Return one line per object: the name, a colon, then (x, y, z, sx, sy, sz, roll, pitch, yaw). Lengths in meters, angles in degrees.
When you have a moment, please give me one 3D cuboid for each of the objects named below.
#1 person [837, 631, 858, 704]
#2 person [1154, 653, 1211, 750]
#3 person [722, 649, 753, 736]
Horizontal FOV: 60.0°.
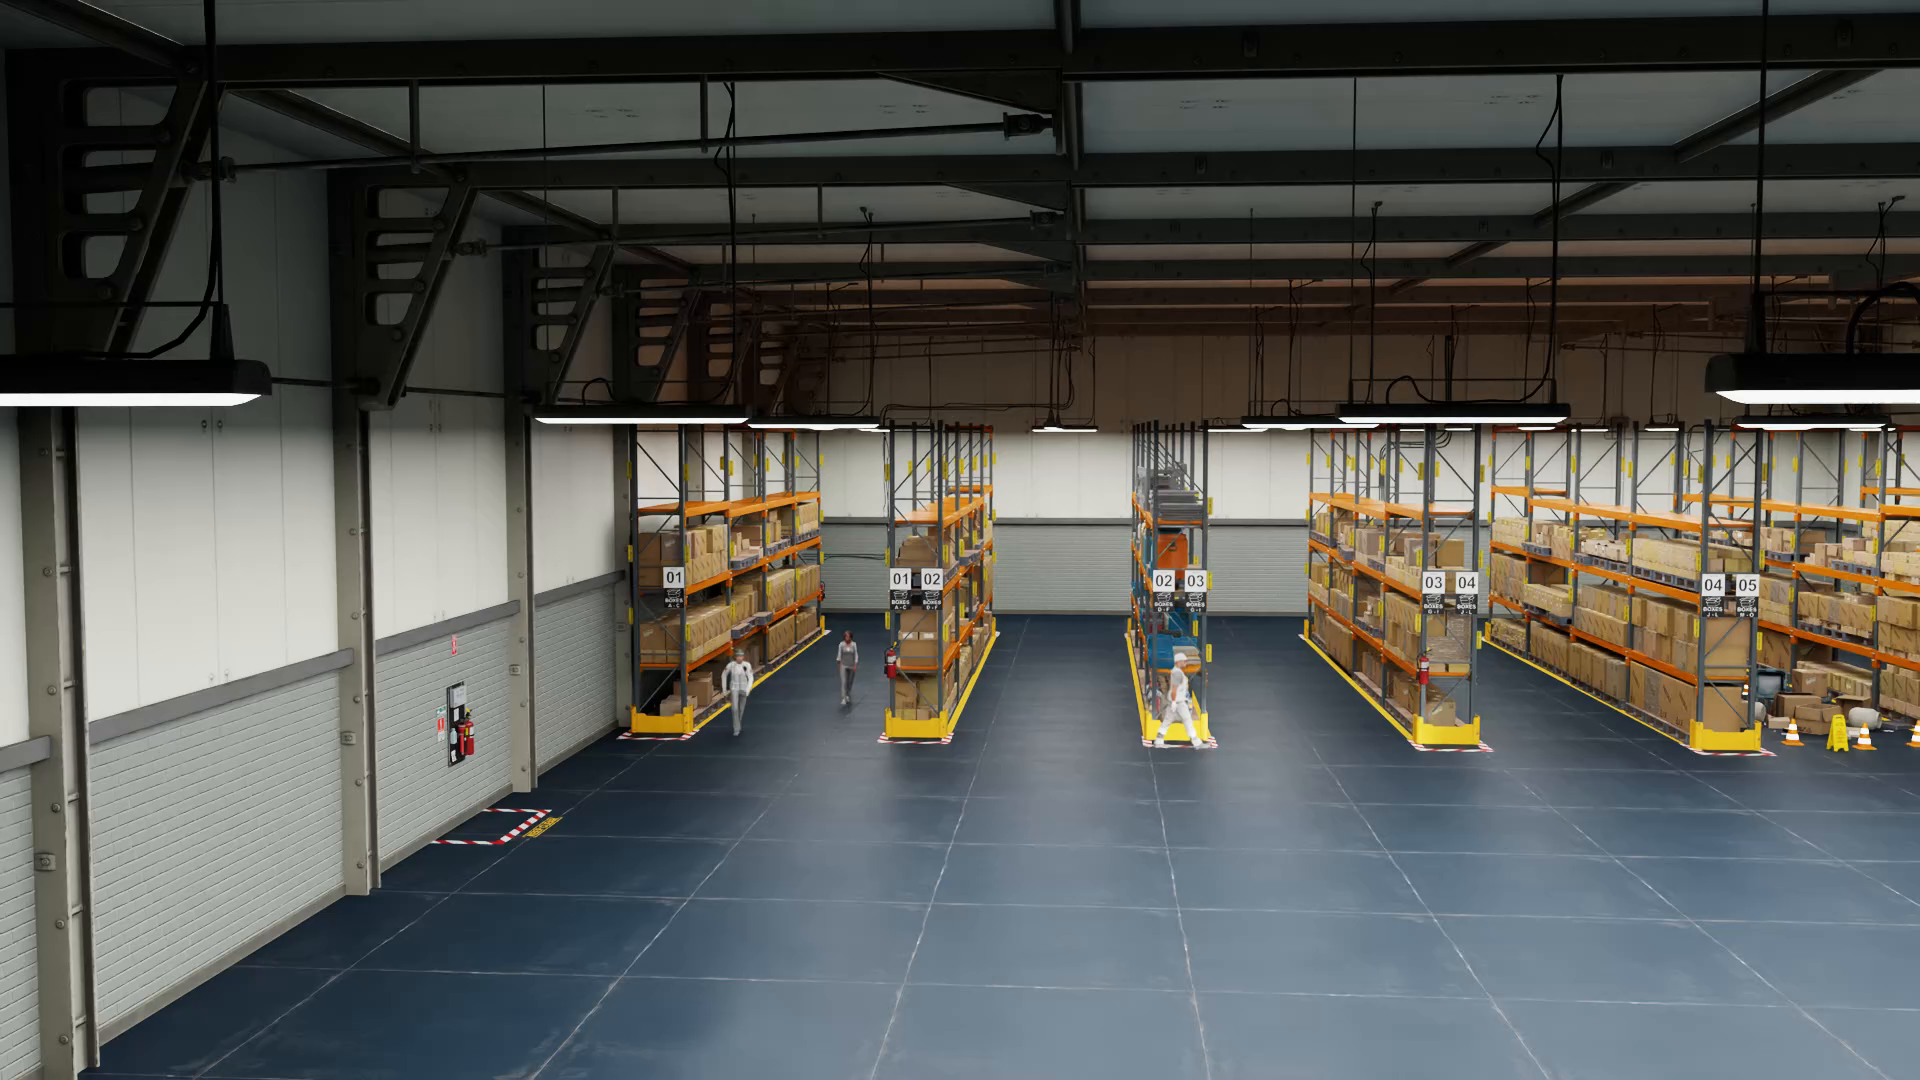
person: (-2.382, 2.699, 35.203, 0.455, 1.545, 0.959, -1, 4, -16)
person: (4.024, 2.915, 30.165, 0.988, 1.732, 0.546, 0, 4, -6)
person: (-4.274, 2.919, 31.949, 0.567, 1.710, 0.845, -1, 4, -20)
